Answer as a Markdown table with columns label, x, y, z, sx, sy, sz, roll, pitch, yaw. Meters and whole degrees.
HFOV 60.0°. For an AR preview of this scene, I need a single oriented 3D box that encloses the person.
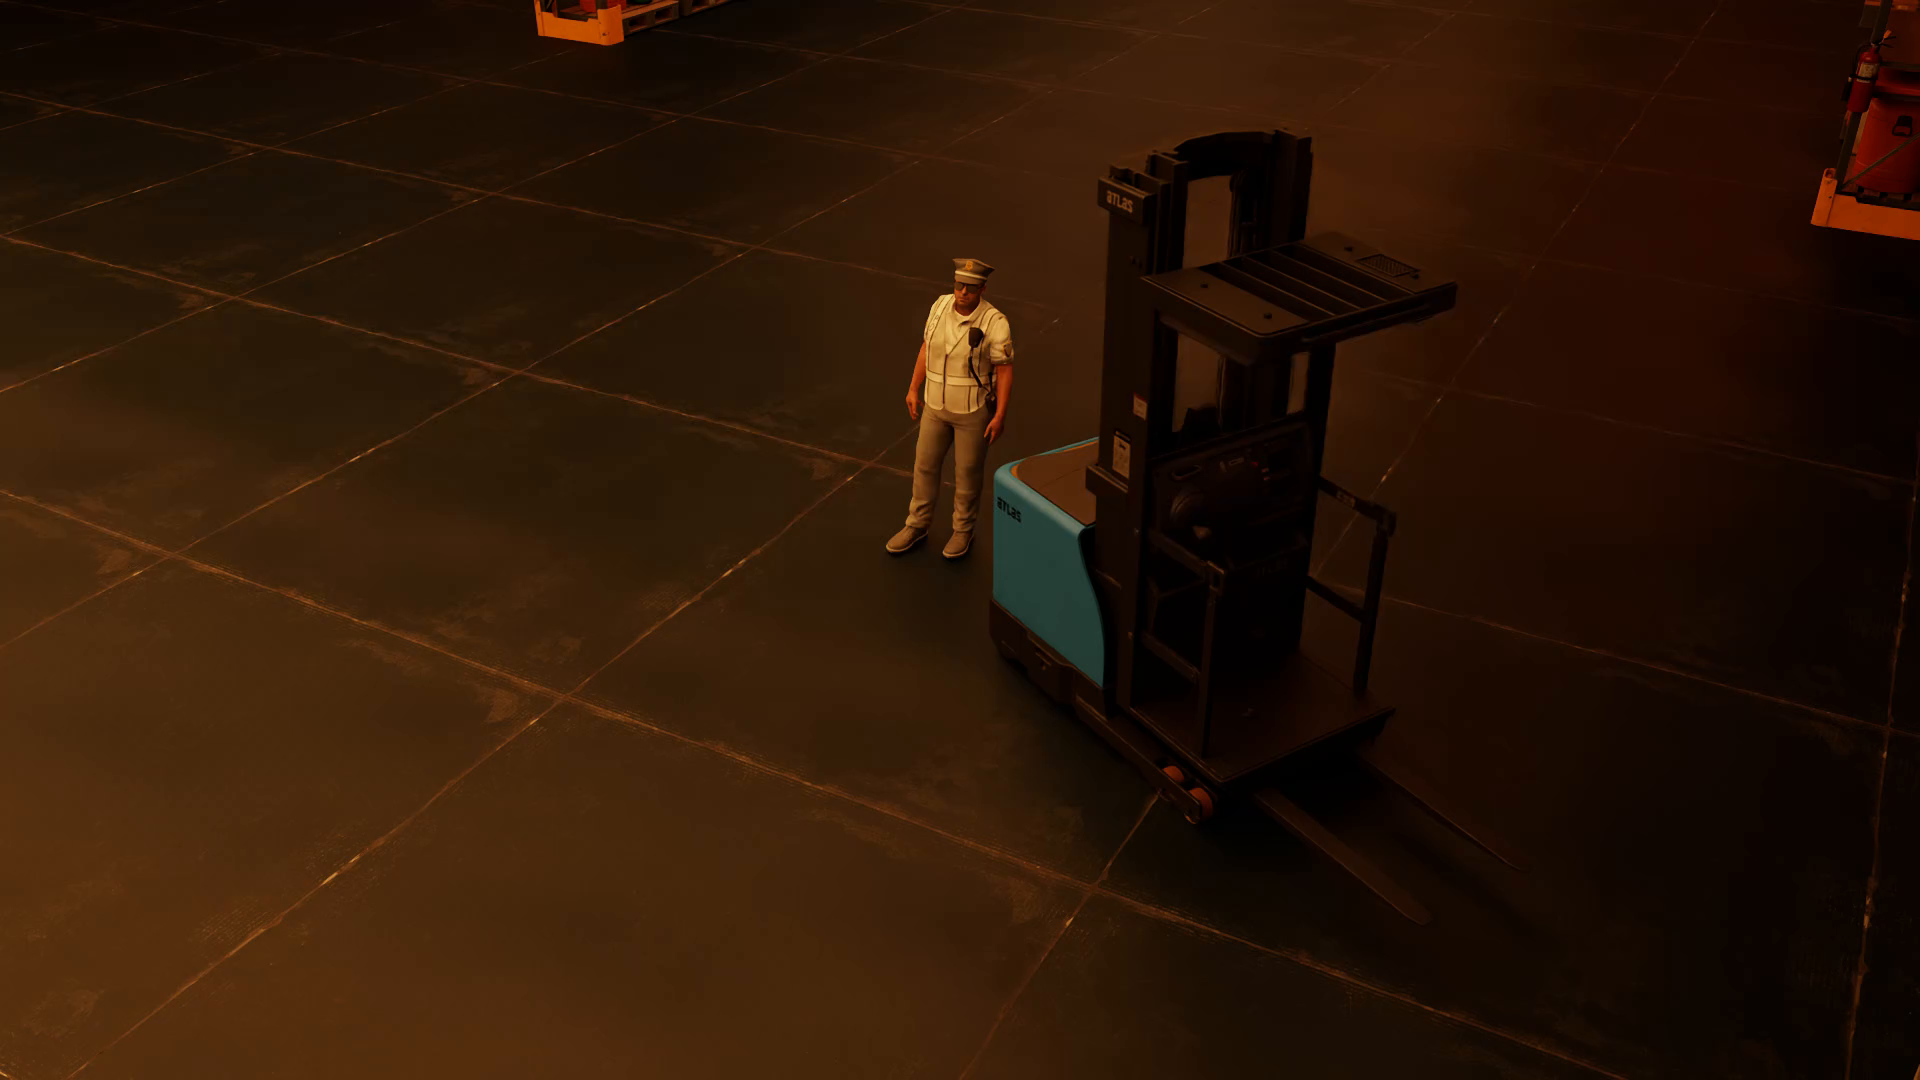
| label | x | y | z | sx | sy | sz | roll | pitch | yaw |
| --- | --- | --- | --- | --- | --- | --- | --- | --- | --- |
| person | -0.048 | -0.747 | 9.499 | 0.642 | 1.782 | 0.573 | 15 | 33 | 25 |

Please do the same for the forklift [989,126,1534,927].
| label | x | y | z | sx | sy | sz | roll | pitch | yaw |
| --- | --- | --- | --- | --- | --- | --- | --- | --- | --- |
| forklift | 1.371 | -0.222 | 7.455 | 1.130 | 2.935 | 3.031 | -18 | 34 | -28 |
